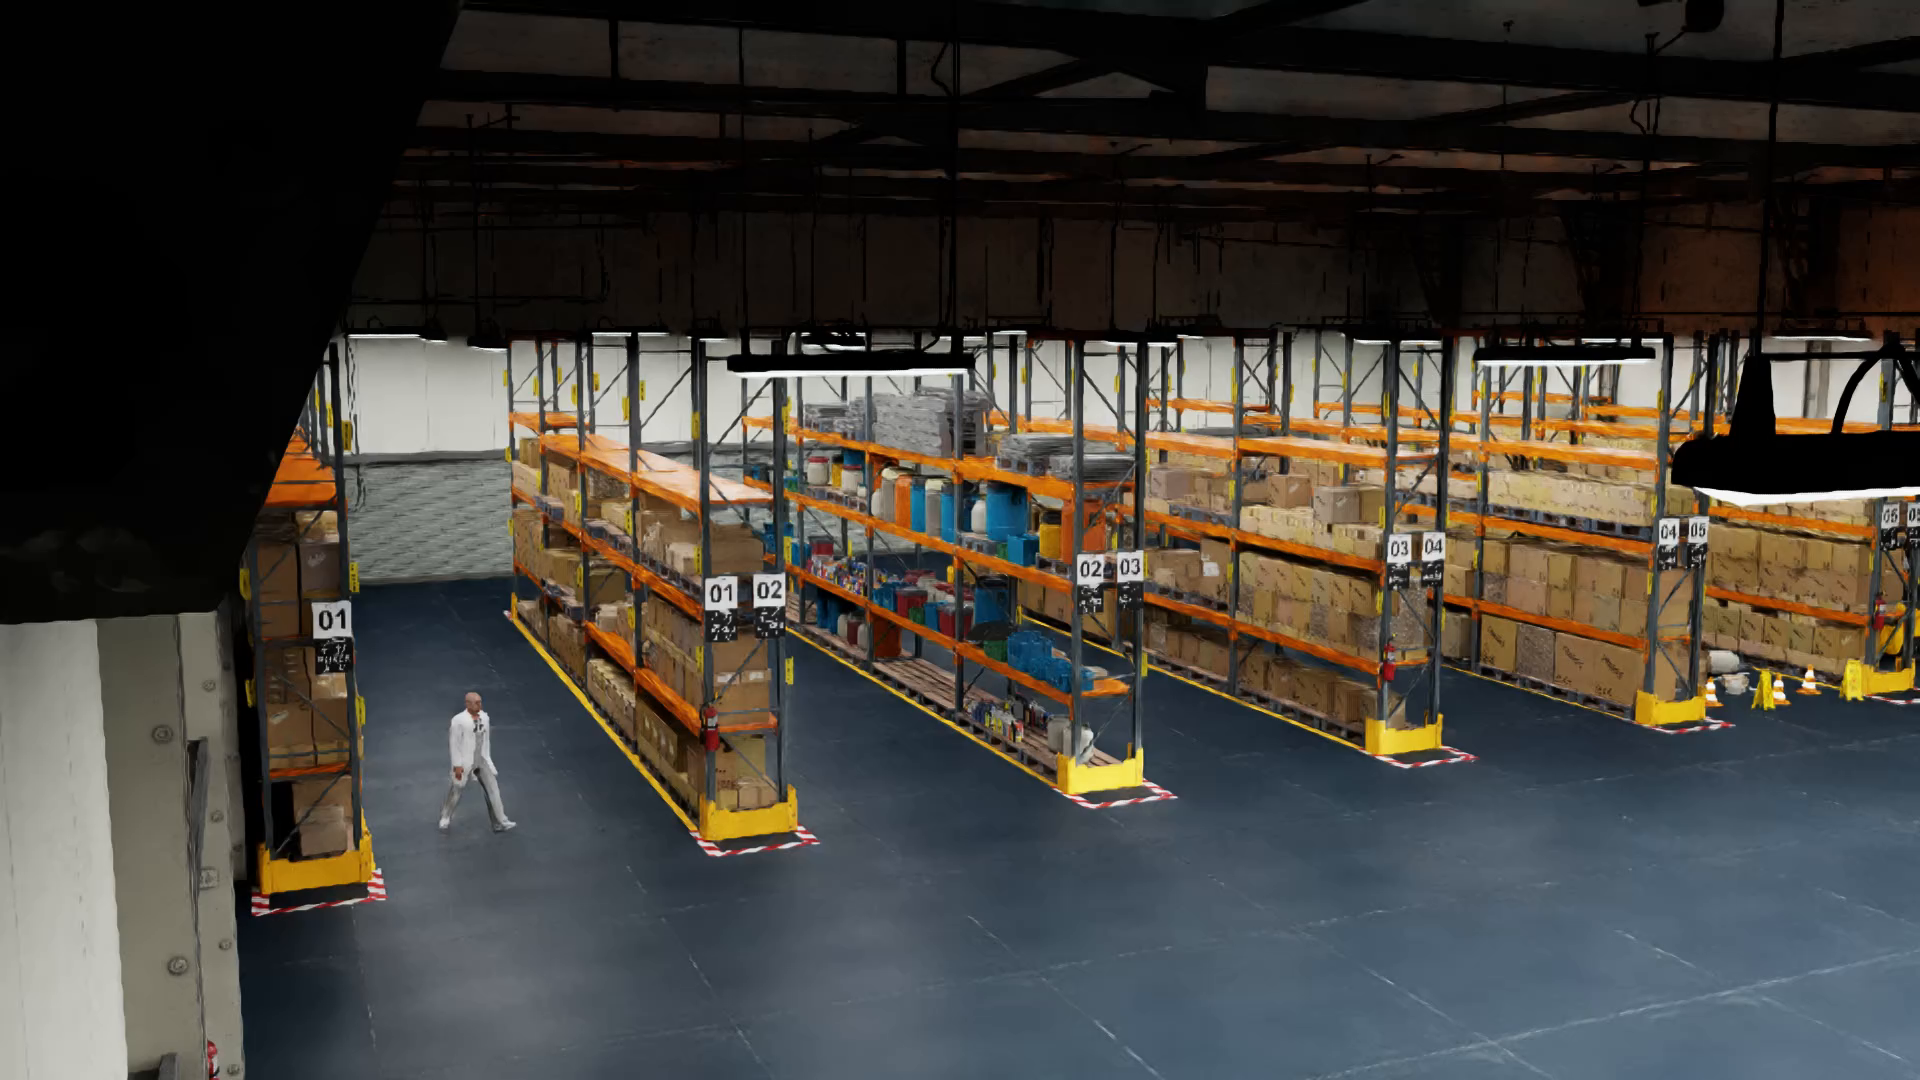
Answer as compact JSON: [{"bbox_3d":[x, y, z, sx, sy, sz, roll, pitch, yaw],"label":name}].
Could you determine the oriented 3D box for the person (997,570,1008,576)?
[{"bbox_3d":[0.729,1.214,31.786,0.639,1.632,0.512,-4,9,-25],"label":"person"}]

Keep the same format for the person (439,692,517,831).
[{"bbox_3d":[-5.977,2.711,20.324,1.011,1.749,0.626,7,10,41],"label":"person"}]
